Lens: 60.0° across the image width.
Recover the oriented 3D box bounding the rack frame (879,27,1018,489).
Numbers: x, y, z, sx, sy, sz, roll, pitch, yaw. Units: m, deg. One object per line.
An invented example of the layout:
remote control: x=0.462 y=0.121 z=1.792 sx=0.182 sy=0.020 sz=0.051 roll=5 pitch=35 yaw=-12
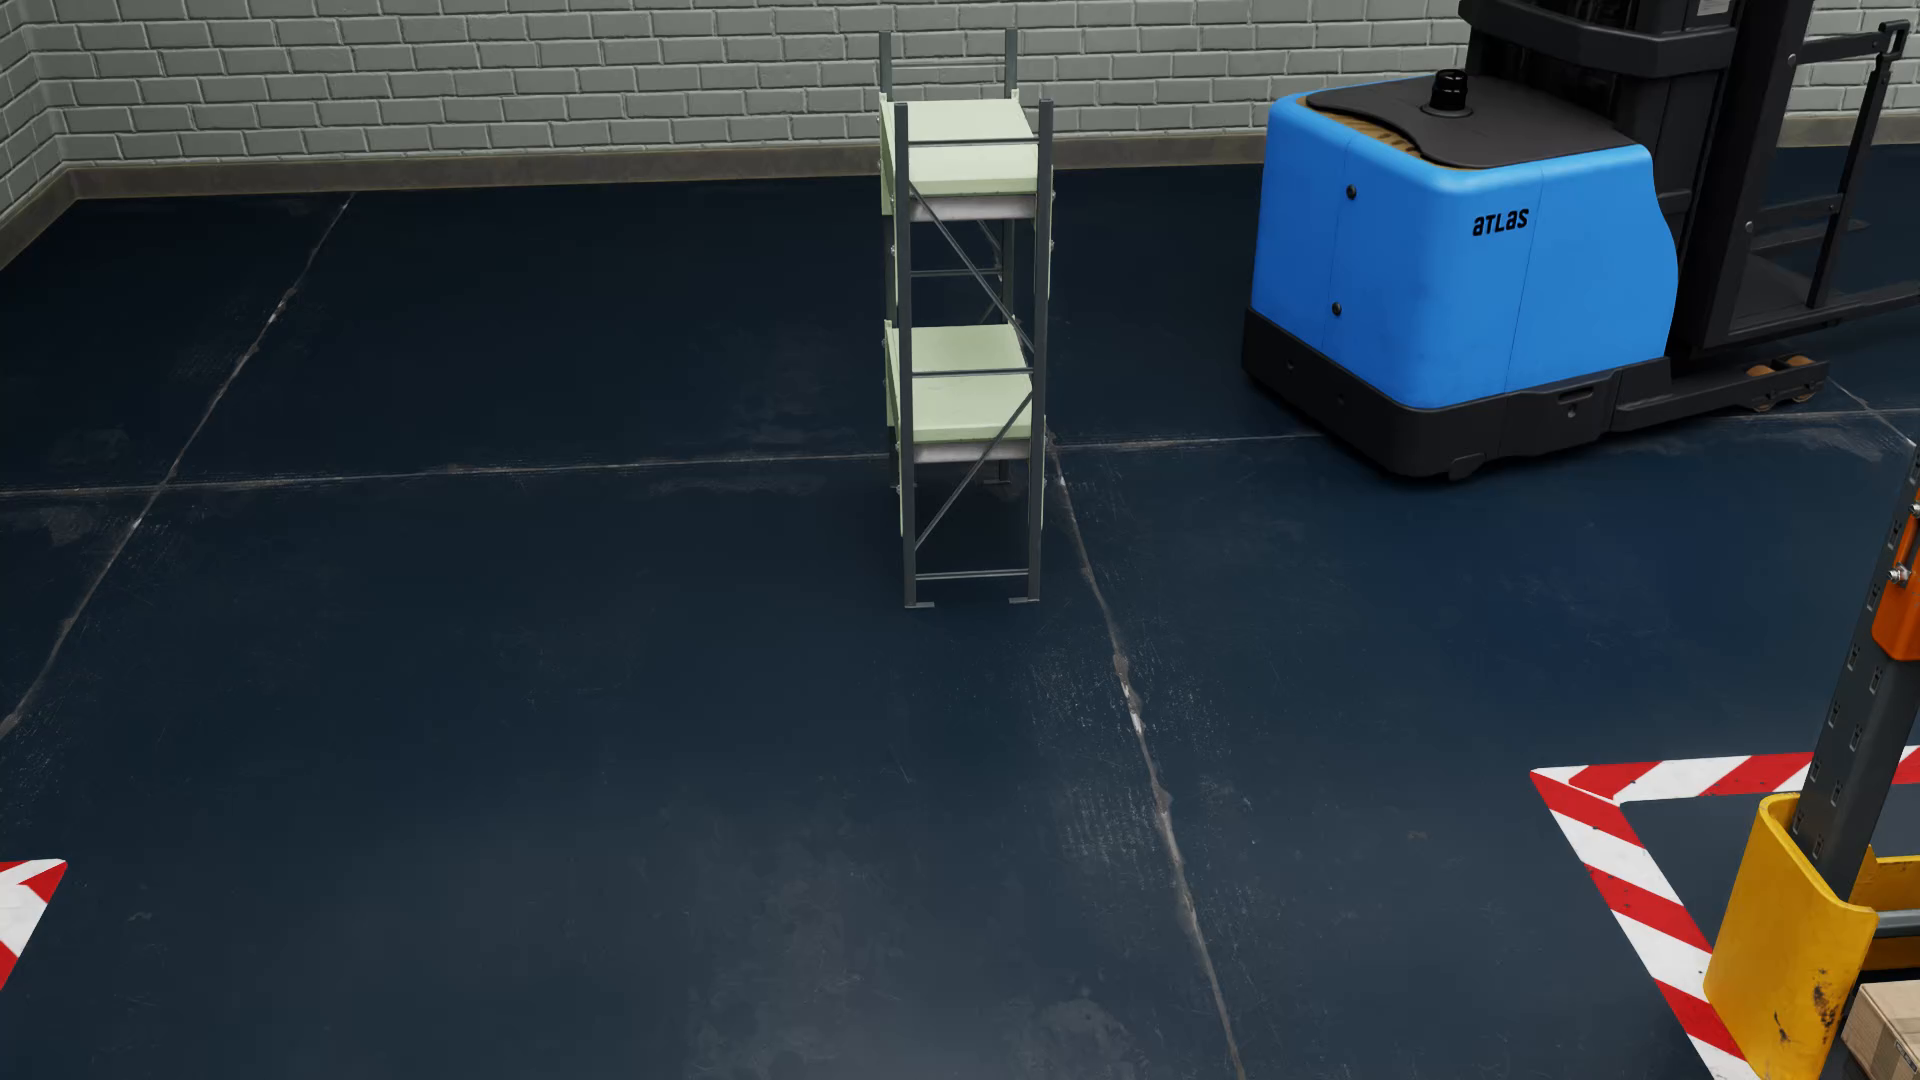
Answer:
rack frame: x=-0.034 y=-0.827 z=5.173 sx=0.400 sy=1.500 sz=0.023 roll=-3 pitch=31 yaw=-5

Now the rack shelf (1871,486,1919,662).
rack shelf: x=2.386 y=1.016 z=1.325 sx=1.077 sy=0.370 sz=4.000 roll=-3 pitch=31 yaw=-5

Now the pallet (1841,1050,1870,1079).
pallet: x=2.282 y=1.329 z=2.819 sx=1.003 sy=0.211 sz=1.213 roll=-3 pitch=31 yaw=-5

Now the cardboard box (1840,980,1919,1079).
cardboard box: x=1.896 y=0.951 z=3.083 sx=0.380 sy=0.149 sz=0.250 roll=-3 pitch=31 yaw=-5

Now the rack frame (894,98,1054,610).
rack frame: x=0.035 y=-0.454 z=4.547 sx=0.400 sy=1.500 sz=0.023 roll=-3 pitch=31 yaw=-5

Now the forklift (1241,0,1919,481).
forklift: x=2.607 y=-1.954 z=5.663 sx=3.031 sy=2.935 sz=1.130 roll=-13 pitch=33 yaw=-21

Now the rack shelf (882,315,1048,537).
rack shelf: x=0.001 y=-0.361 z=5.027 sx=0.431 sy=0.370 sz=0.720 roll=-3 pitch=31 yaw=-5

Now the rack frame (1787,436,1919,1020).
rack frame: x=2.199 y=-0.314 z=2.850 sx=1.000 sy=3.000 sz=0.127 roll=-3 pitch=31 yaw=-5

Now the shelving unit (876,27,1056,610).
shelving unit: x=0.001 y=-0.640 z=4.860 sx=0.431 sy=1.500 sz=0.755 roll=-3 pitch=31 yaw=-5

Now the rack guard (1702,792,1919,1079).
rack guard: x=2.206 y=0.798 z=3.426 sx=1.175 sy=0.500 sz=0.348 roll=-3 pitch=31 yaw=-5

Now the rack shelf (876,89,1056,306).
rack shelf: x=0.001 y=-0.976 z=4.660 sx=0.431 sy=0.370 sz=0.720 roll=-3 pitch=31 yaw=-5
